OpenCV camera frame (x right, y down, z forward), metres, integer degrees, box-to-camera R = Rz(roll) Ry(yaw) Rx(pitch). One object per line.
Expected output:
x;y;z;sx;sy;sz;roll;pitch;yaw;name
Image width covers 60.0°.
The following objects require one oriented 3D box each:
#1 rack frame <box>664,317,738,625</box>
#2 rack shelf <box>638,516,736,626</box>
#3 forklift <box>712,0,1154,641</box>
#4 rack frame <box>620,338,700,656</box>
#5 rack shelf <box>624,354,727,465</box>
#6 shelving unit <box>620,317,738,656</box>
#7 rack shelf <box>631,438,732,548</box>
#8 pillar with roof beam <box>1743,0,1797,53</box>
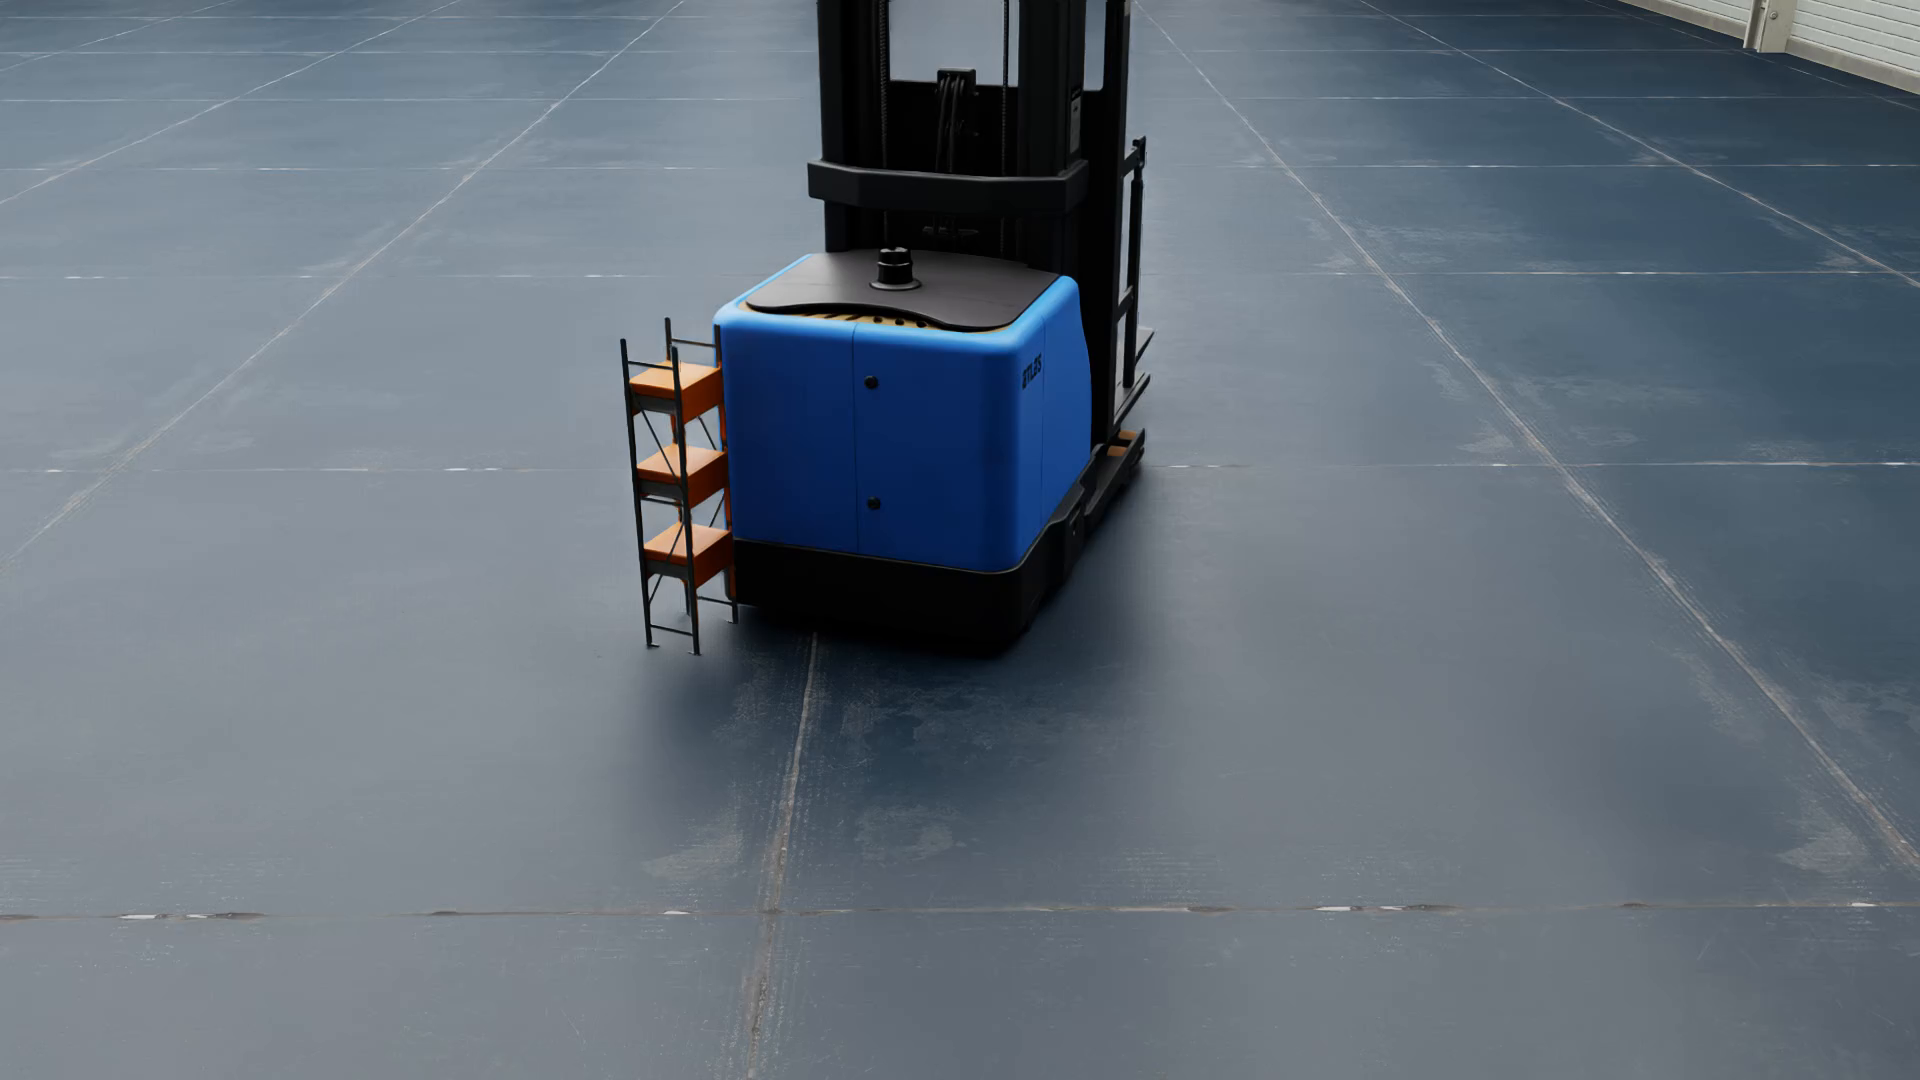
-0.842;-0.209;5.439;0.200;1.050;0.008;10;26;22;rack frame
-0.891;0.099;5.456;0.215;0.259;0.240;10;26;22;rack shelf
0.134;-1.594;6.217;1.130;2.935;3.031;8;25;16;forklift
-0.940;-0.117;5.236;0.200;1.050;0.008;10;26;22;rack frame
-0.891;-0.412;5.225;0.215;0.259;0.240;10;26;22;rack shelf
-0.891;-0.163;5.337;0.215;1.050;0.252;10;26;22;shelving unit
-0.891;-0.154;5.342;0.215;0.259;0.240;10;26;22;rack shelf
4.380;-9.368;16.044;9.100;9.000;0.400;0;24;-1;pillar with roof beam
